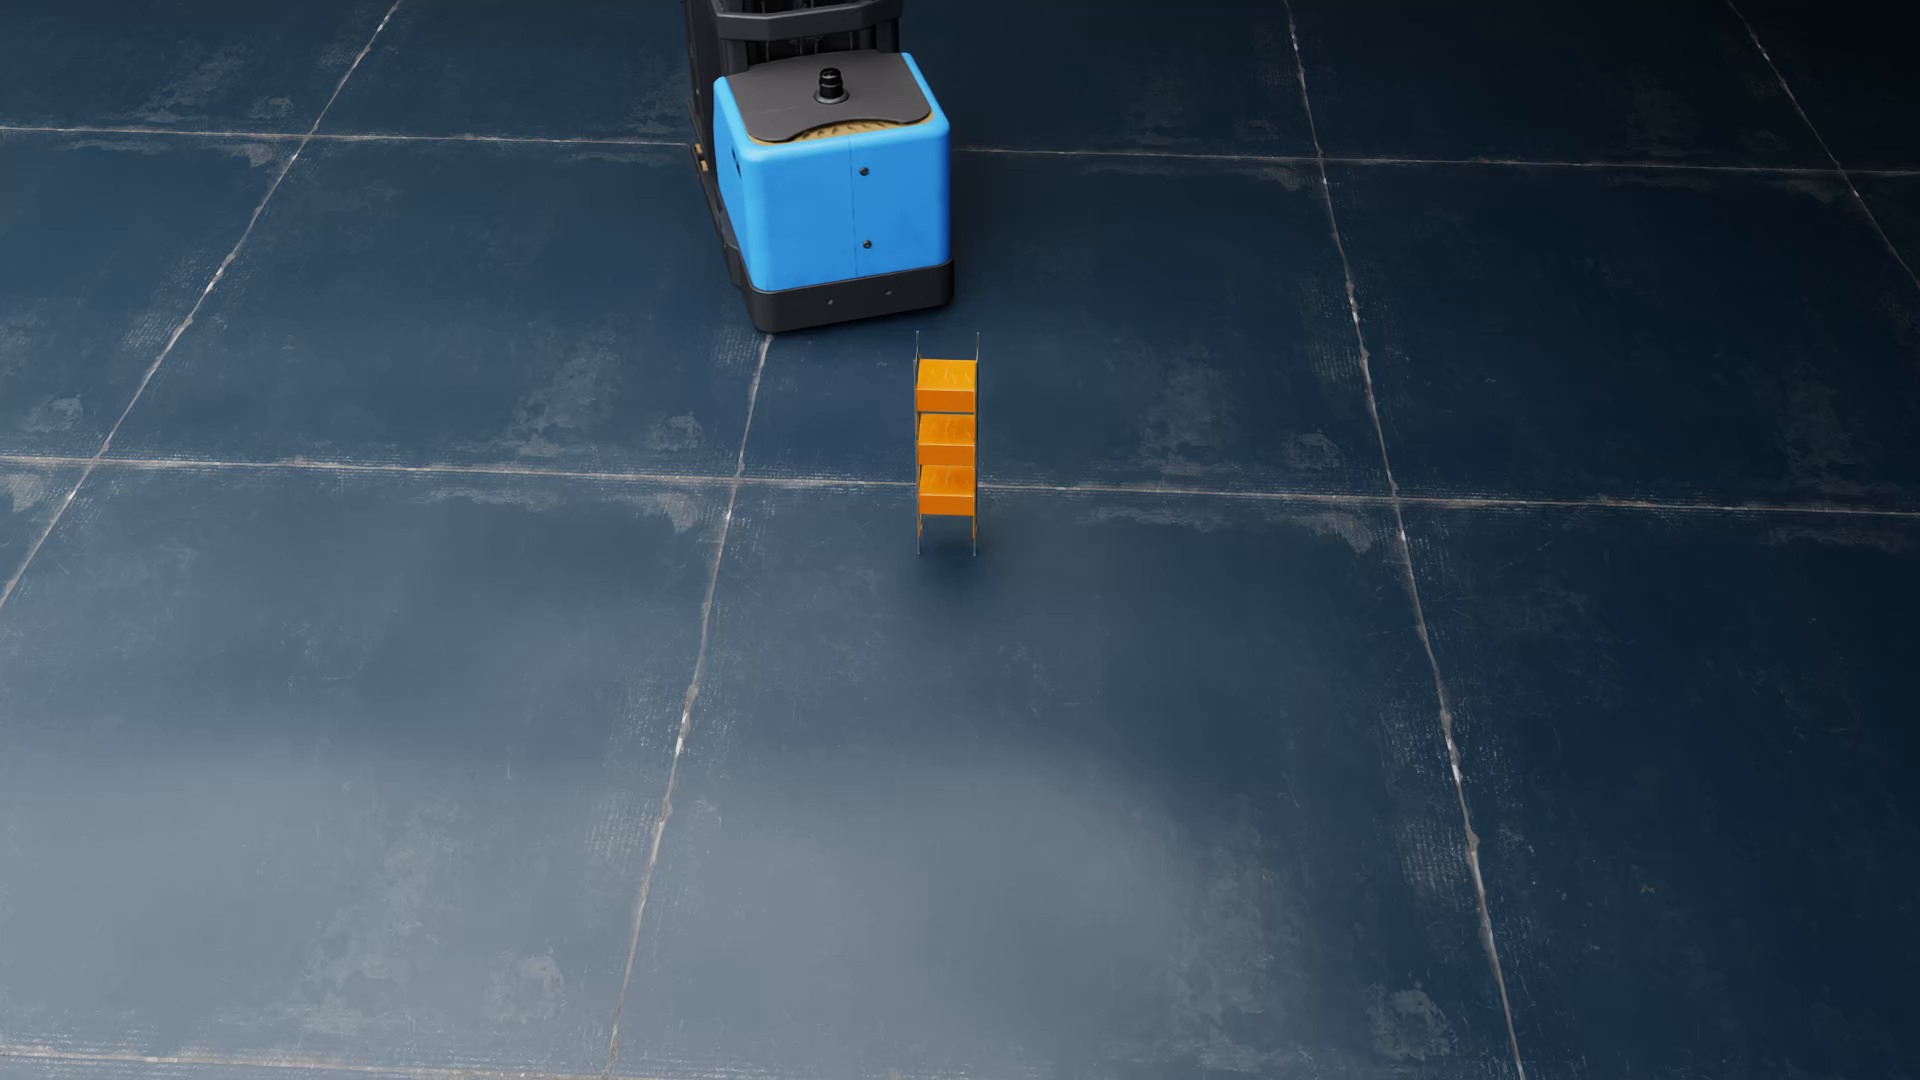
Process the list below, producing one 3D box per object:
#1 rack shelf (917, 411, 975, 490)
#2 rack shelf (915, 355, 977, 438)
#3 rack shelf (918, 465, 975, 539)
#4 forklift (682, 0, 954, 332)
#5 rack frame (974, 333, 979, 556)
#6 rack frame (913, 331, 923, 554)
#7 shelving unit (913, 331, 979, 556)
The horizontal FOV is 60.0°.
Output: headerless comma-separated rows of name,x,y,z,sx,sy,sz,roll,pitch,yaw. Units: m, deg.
rack shelf,-0.053,-0.378,6.987,0.240,0.259,0.215,2,43,2
rack shelf,-0.053,-0.586,6.793,0.240,0.259,0.215,2,43,2
rack shelf,-0.053,-0.175,7.176,0.240,0.259,0.215,2,43,2
forklift,-0.925,-3.135,8.550,1.130,2.935,3.031,-11,44,-12
rack frame,0.068,-0.382,6.975,0.008,1.050,0.200,2,43,2
rack frame,-0.175,-0.390,6.983,0.008,1.050,0.200,2,43,2
shelving unit,-0.053,-0.386,6.979,0.252,1.050,0.215,2,43,2
